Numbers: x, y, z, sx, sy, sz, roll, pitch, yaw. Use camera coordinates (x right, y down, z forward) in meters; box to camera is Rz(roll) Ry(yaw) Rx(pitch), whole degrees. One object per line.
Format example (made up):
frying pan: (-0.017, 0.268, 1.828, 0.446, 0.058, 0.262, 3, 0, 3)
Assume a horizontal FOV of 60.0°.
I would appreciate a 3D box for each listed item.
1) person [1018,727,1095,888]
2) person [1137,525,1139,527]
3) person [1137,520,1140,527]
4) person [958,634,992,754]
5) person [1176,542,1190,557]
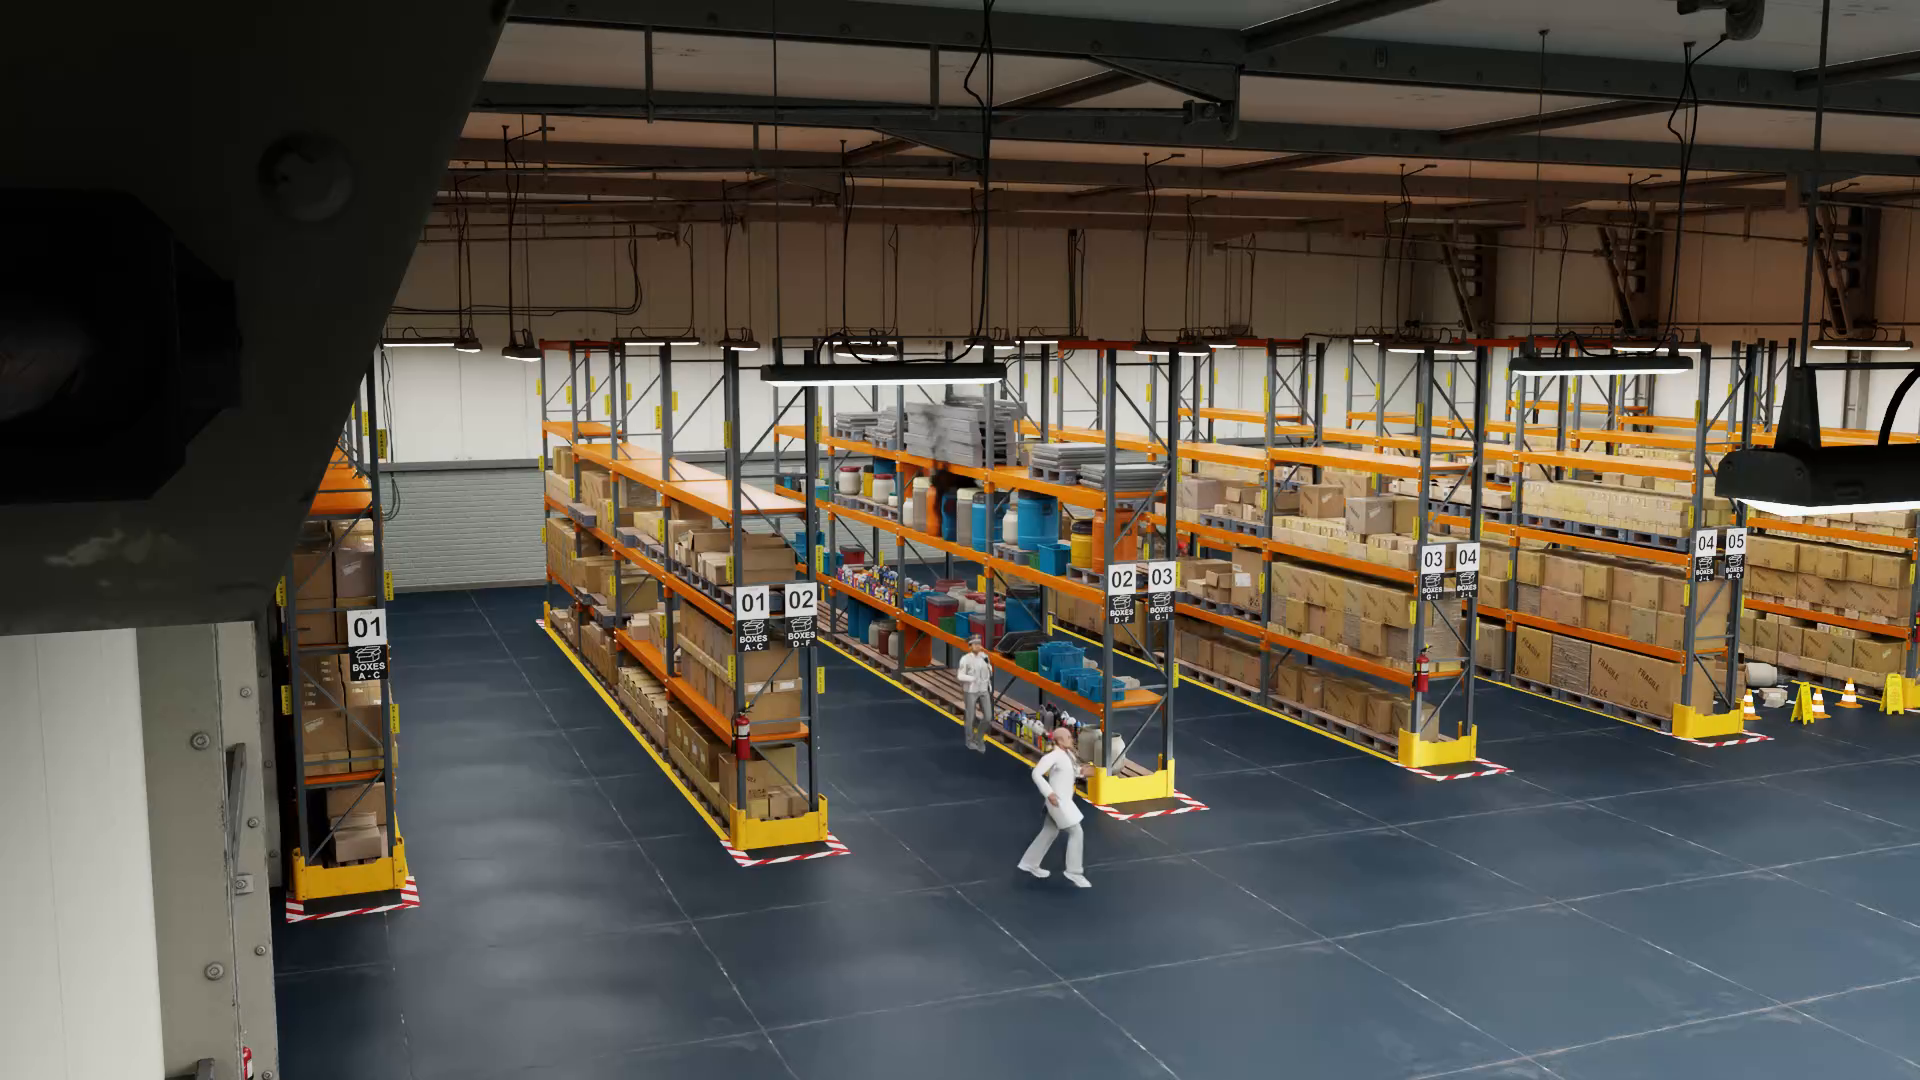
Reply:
person: (1.091, 3.020, 18.843, 0.866, 1.852, 0.669, 1, 7, 6)
person: (4.020, 0.405, 39.616, 0.728, 1.575, 0.605, 2, 8, 17)
person: (4.160, 0.245, 40.332, 0.648, 1.656, 0.658, 4, 8, 28)
person: (0.268, 2.182, 23.448, 0.597, 1.737, 0.599, -3, 8, -23)
person: (4.662, 0.923, 34.721, 0.665, 1.766, 0.985, -3, 8, -25)
